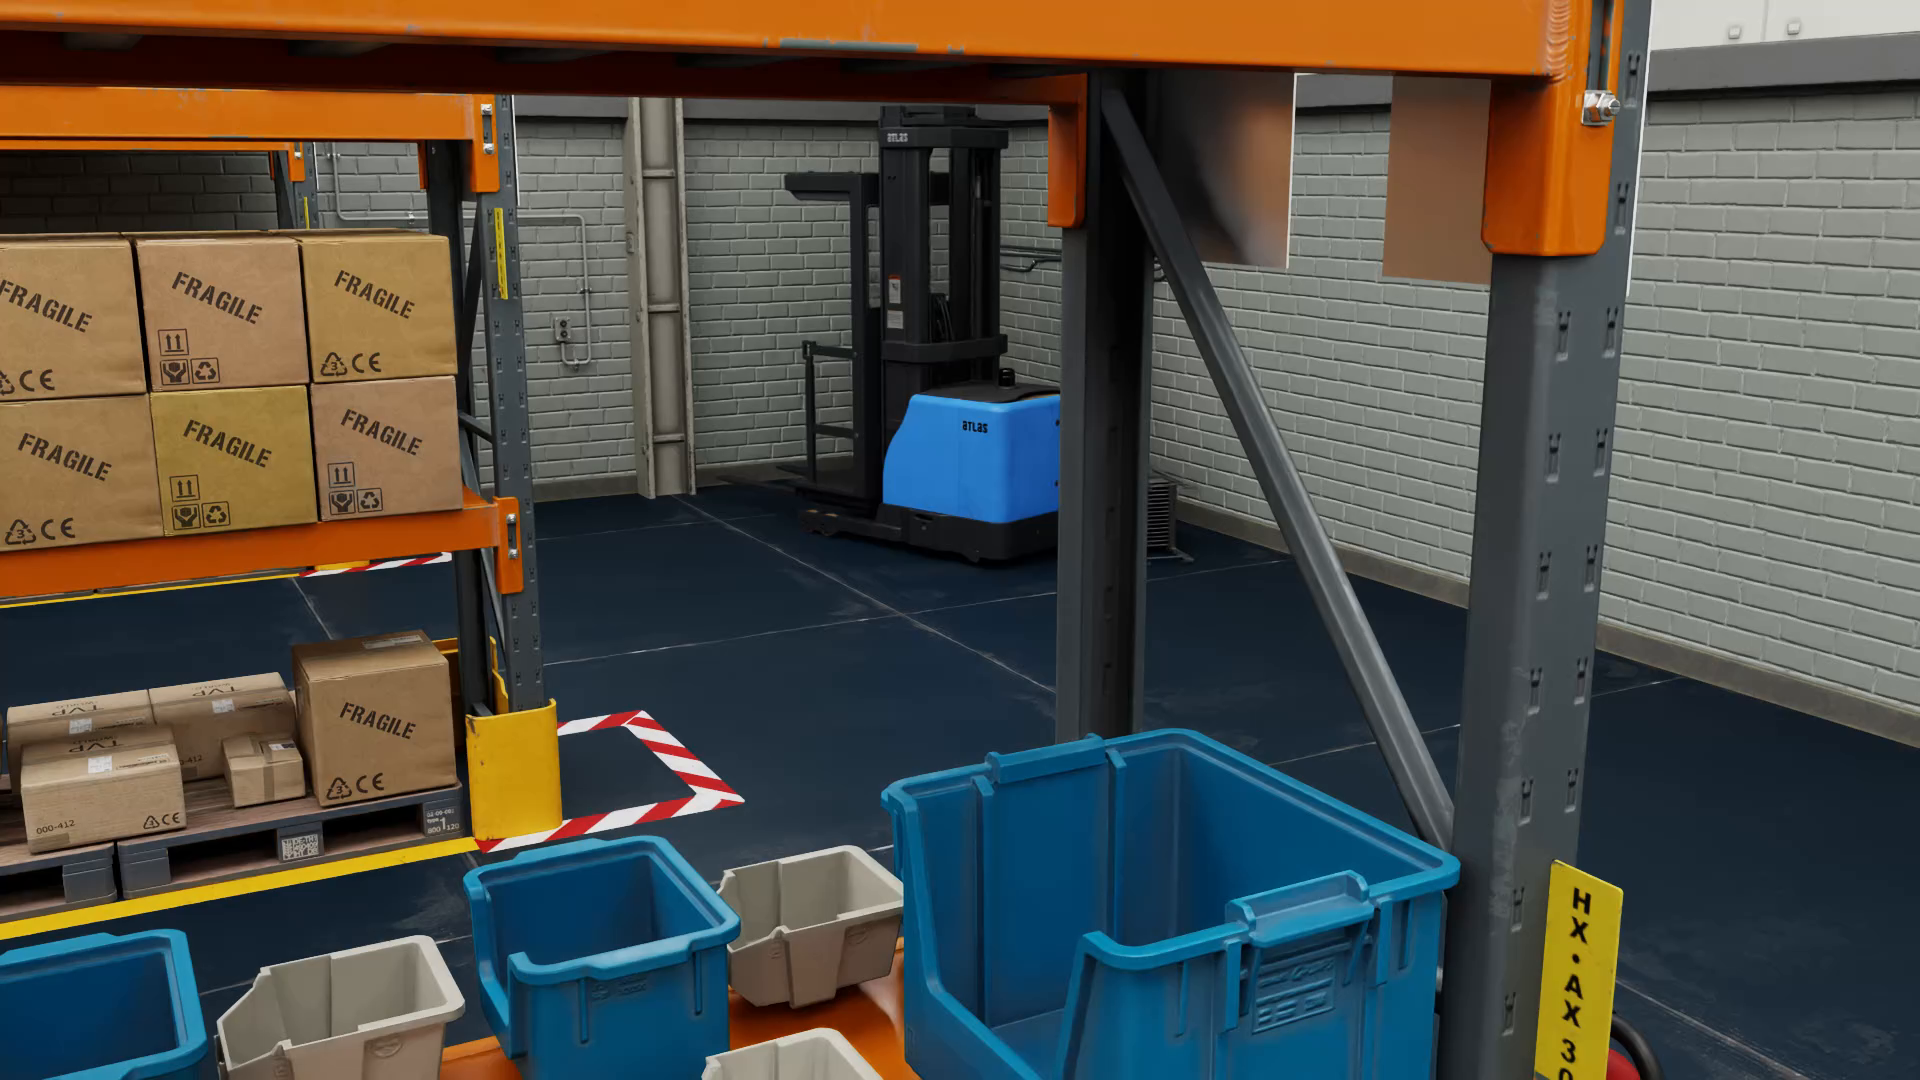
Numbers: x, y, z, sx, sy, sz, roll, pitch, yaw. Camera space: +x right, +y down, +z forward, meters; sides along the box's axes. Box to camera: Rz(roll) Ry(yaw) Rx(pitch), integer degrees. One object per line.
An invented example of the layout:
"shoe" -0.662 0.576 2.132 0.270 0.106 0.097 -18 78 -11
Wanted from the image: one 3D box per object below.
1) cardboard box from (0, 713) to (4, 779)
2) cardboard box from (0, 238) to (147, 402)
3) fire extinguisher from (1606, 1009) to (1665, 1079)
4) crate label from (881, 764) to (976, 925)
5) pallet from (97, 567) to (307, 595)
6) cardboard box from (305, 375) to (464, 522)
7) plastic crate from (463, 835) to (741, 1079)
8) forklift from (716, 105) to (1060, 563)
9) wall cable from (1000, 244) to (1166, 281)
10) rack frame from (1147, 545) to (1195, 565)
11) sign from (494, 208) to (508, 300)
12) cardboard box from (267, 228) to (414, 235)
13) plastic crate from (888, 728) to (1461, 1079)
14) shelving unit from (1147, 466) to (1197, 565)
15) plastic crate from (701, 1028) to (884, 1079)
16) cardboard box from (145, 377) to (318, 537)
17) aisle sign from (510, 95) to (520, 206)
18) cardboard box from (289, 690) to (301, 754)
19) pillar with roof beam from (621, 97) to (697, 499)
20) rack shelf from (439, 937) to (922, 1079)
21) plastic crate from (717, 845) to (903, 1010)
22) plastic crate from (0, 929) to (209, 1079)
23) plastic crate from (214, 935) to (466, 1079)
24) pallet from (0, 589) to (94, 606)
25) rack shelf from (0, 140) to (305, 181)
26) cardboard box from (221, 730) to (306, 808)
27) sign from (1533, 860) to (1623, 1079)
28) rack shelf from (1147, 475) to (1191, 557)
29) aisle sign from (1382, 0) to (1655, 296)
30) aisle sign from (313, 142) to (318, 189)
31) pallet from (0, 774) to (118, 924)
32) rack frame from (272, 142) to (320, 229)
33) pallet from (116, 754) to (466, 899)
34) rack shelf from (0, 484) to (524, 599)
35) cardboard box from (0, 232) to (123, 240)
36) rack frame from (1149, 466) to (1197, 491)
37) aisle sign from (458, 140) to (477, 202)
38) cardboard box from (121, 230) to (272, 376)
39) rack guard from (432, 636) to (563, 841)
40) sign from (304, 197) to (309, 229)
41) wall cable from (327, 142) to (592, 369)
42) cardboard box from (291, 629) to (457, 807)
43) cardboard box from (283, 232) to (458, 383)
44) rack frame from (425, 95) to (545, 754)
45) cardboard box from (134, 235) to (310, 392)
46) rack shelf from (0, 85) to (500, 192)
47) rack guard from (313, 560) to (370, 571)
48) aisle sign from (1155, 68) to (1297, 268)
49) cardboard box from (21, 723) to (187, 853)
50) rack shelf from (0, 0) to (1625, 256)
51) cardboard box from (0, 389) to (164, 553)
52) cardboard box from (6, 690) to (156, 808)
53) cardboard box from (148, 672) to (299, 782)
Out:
"cardboard box" -3.783 0.794 5.934 0.637 0.503 0.797 -7 14 -28
"cardboard box" -3.073 -0.760 5.648 0.500 0.500 0.500 -6 14 -26
"fire extinguisher" 0.802 0.815 2.183 0.183 0.674 0.296 -7 14 -28
"crate label" 0.077 0.538 2.631 0.303 0.233 0.416 -7 14 -28
"pallet" -4.959 0.074 10.801 1.213 0.211 1.003 -7 14 -28
"cardboard box" -2.181 -0.381 6.242 0.500 0.500 0.500 -6 14 -26
"plastic crate" -0.500 0.607 2.323 0.300 0.233 0.416 -7 14 -28
"forklift" -0.522 -1.528 11.724 3.031 2.935 1.130 11 17 40
"wall cable" 0.841 -3.324 12.956 0.112 2.526 3.097 -7 14 -28
"rack frame" 1.068 -0.066 11.824 0.400 0.015 2.100 -3 13 -15
"sign" -1.670 -1.042 6.049 0.005 0.325 0.100 -7 14 -28
"cardboard box" -2.434 -0.972 6.593 0.500 0.500 0.500 -6 14 -26
"plastic crate" 0.247 0.548 2.125 0.499 0.435 0.616 -7 14 -28
"shelving unit" 1.068 -0.305 11.773 0.431 0.503 2.100 -3 13 -15
"plastic crate" -0.177 0.743 1.938 0.243 0.136 0.396 -7 14 -28
"cardboard box" -2.635 -0.326 5.997 0.500 0.500 0.500 -7 14 -27
"aisle sign" -1.712 -1.648 6.180 0.004 0.787 0.394 -7 14 -28
"cardboard box" -2.670 0.740 6.940 0.250 0.166 0.380 -7 14 -28
"pillar with roof beam" -0.277 -3.934 8.594 0.400 9.000 9.100 -7 14 -28
"rack shelf" -1.304 1.085 1.596 4.000 0.370 1.077 -7 14 -28
"plastic crate" -0.244 0.603 2.562 0.298 0.136 0.250 -7 14 -28
"plastic crate" -1.078 0.677 2.015 0.300 0.233 0.416 -7 14 -28
"plastic crate" -0.839 0.674 2.245 0.298 0.136 0.250 -7 14 -28
"pallet" -6.029 0.201 10.235 1.213 0.211 1.003 -7 14 -28
"rack shelf" -6.051 -2.288 9.751 4.000 0.370 1.077 -7 14 -28
"cardboard box" -2.676 0.866 6.381 0.250 0.166 0.380 -7 14 -28
"sign" 0.730 0.548 1.971 0.005 0.325 0.100 -7 14 -28
"rack shelf" 1.256 -0.160 11.100 0.431 0.480 0.518 -3 13 -15
"aisle sign" 0.655 -0.696 1.950 0.004 0.787 0.394 -7 14 -28
"aisle sign" -4.088 -2.604 10.427 0.004 0.787 0.394 -7 14 -28
"pallet" -3.754 1.148 6.027 1.213 0.211 1.003 -7 14 -28
"rack frame" -4.295 -1.386 10.936 0.127 3.000 1.000 -7 14 -28
"pallet" -2.684 1.021 6.593 1.213 0.211 1.003 -7 14 -28
"rack shelf" -3.674 0.130 5.840 4.000 0.370 1.077 -7 14 -28
"cardboard box" -3.331 -0.864 6.113 0.500 0.500 0.500 -7 14 -27
"rack frame" 1.067 -0.543 11.721 0.400 0.015 2.100 -3 13 -15
"aisle sign" -1.999 -1.764 6.694 0.004 0.787 0.394 -7 14 -28
"cardboard box" -2.889 -0.916 6.342 0.500 0.500 0.500 -7 14 -27
"rack guard" -1.985 0.796 6.935 0.348 0.500 1.175 -7 14 -28
"sign" -4.047 -1.960 10.312 0.005 0.325 0.100 -7 14 -28
"wall cable" -3.624 -2.199 12.233 1.851 1.984 0.084 -7 14 -28
"cardboard box" -2.277 0.678 6.457 0.500 0.500 0.500 -7 14 -28
"cardboard box" -2.177 -0.869 6.131 0.500 0.500 0.500 -7 14 -28
"rack frame" -1.918 -0.432 6.696 0.127 3.000 1.000 -7 14 -28
"cardboard box" -2.620 -0.815 5.895 0.500 0.500 0.500 -6 14 -26
"rack shelf" -3.674 -1.334 5.510 4.000 0.370 1.077 -7 14 -28
"rack guard" -4.274 -0.169 11.222 0.348 0.500 1.175 -7 14 -28
"aisle sign" 0.373 -0.810 2.455 0.004 0.787 0.394 -7 14 -28
"cardboard box" -3.126 0.894 6.066 0.500 0.250 0.500 -7 14 -28
"rack shelf" -1.304 -0.379 1.267 4.000 0.370 1.077 -7 14 -28
"cardboard box" -3.075 -0.274 5.768 0.500 0.500 0.500 -7 14 -27
"cardboard box" -3.409 0.803 6.471 0.500 0.250 0.500 -7 14 -28
"cardboard box" -2.970 0.750 6.704 0.500 0.250 0.500 -7 14 -28
